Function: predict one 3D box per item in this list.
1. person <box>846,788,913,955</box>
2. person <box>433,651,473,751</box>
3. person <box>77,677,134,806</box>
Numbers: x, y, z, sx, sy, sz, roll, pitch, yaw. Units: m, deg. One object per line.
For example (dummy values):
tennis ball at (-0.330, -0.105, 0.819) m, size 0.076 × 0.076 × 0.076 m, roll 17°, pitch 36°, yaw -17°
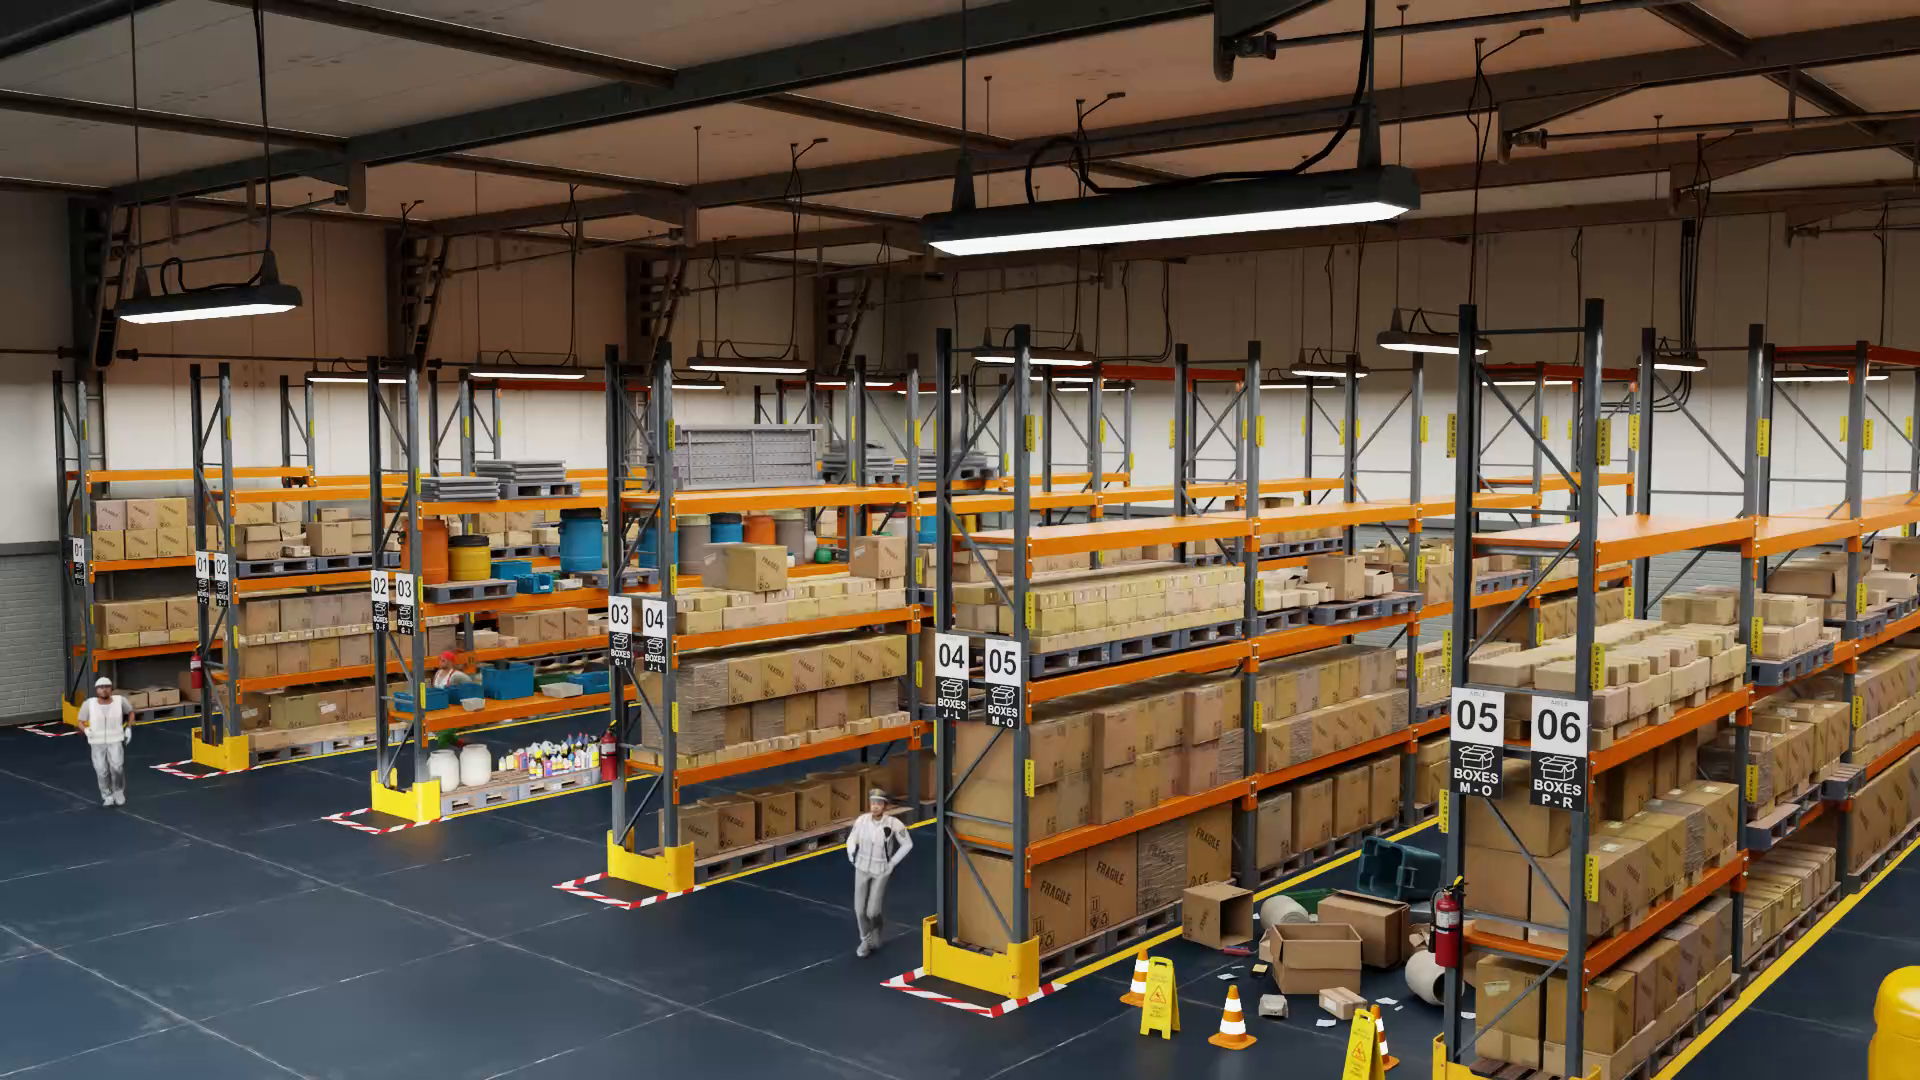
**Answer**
person at (-0.821, 3.193, 15.949) m, size 0.632 × 1.650 × 0.536 m, roll 1°, pitch 4°, yaw 18°
person at (-7.455, 2.503, 24.203) m, size 0.656 × 1.786 × 0.987 m, roll 3°, pitch 5°, yaw 37°
person at (-11.323, 2.690, 22.042) m, size 0.674 × 1.747 × 0.625 m, roll -2°, pitch 5°, yaw -24°
